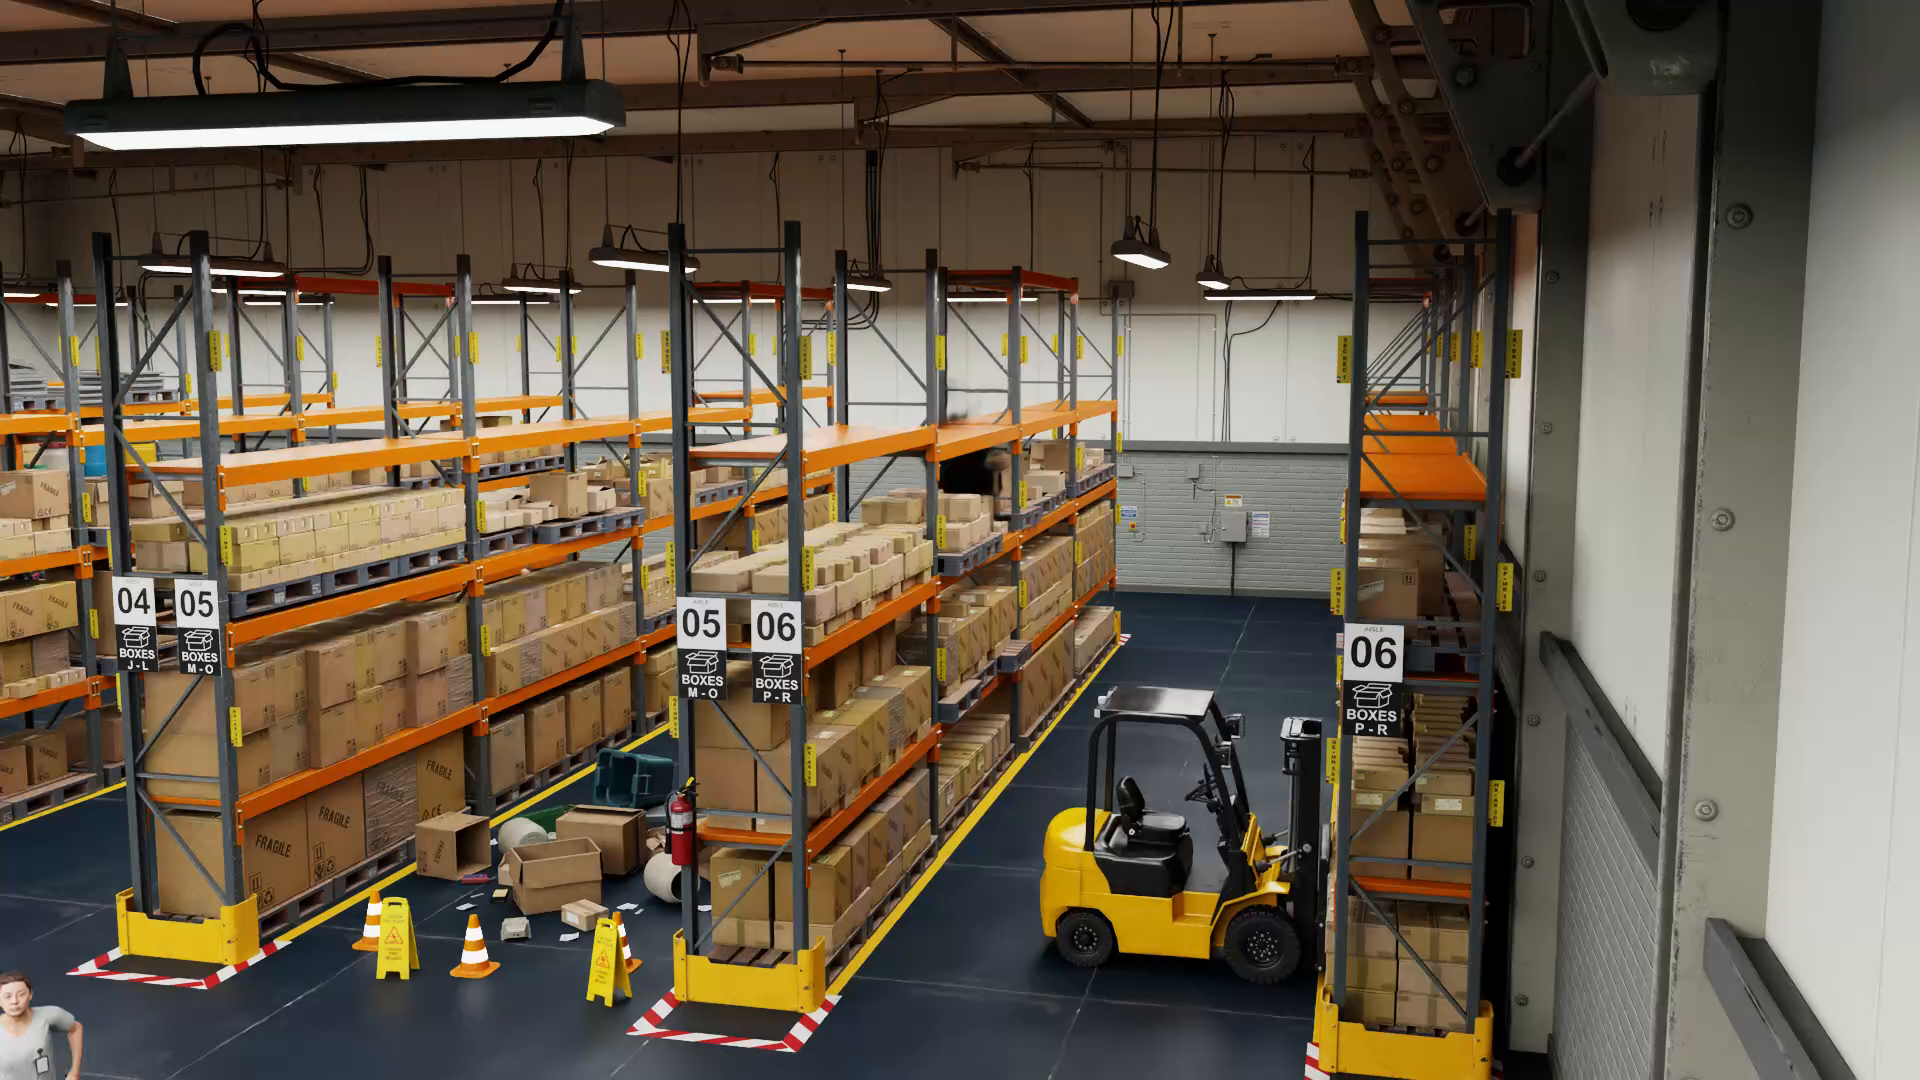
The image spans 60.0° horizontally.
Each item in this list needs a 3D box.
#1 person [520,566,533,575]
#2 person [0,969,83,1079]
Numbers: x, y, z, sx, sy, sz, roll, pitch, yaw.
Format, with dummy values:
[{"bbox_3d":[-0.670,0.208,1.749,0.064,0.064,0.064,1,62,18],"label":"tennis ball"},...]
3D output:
[{"bbox_3d":[-6.755,1.214,25.847,0.556,1.606,0.523,1,7,5],"label":"person"},{"bbox_3d":[-5.221,3.222,9.326,0.578,1.686,0.681,-4,8,-29],"label":"person"}]
